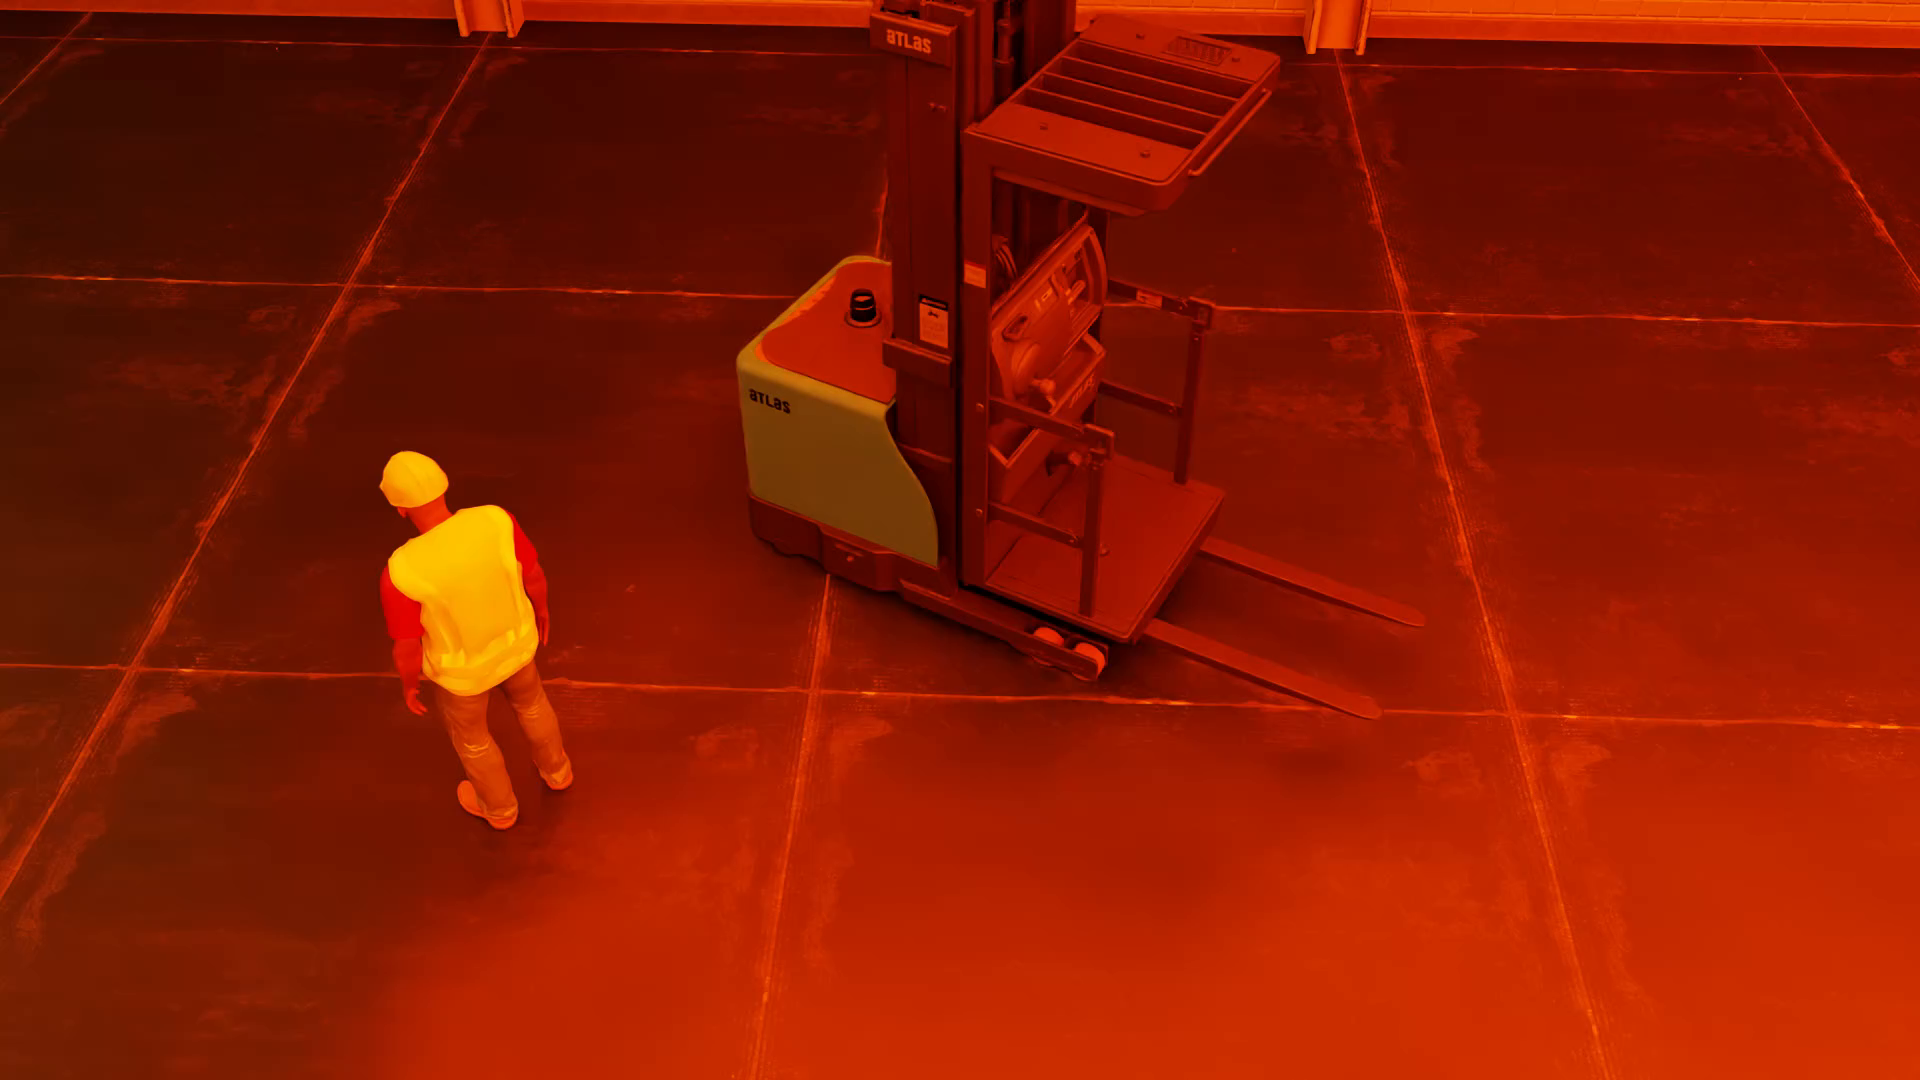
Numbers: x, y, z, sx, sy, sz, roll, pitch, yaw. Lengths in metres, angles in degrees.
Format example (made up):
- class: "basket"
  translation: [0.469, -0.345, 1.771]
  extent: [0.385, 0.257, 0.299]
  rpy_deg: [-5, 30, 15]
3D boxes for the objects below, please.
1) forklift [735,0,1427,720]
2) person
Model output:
- class: "forklift"
  translation: [0.545, -0.882, 6.708]
  extent: [3.031, 2.935, 1.130]
  rpy_deg: [21, 46, 21]
- class: "person"
  translation: [-1.806, 0.390, 6.187]
  extent: [0.631, 1.759, 0.462]
  rpy_deg: [-33, 52, -31]
